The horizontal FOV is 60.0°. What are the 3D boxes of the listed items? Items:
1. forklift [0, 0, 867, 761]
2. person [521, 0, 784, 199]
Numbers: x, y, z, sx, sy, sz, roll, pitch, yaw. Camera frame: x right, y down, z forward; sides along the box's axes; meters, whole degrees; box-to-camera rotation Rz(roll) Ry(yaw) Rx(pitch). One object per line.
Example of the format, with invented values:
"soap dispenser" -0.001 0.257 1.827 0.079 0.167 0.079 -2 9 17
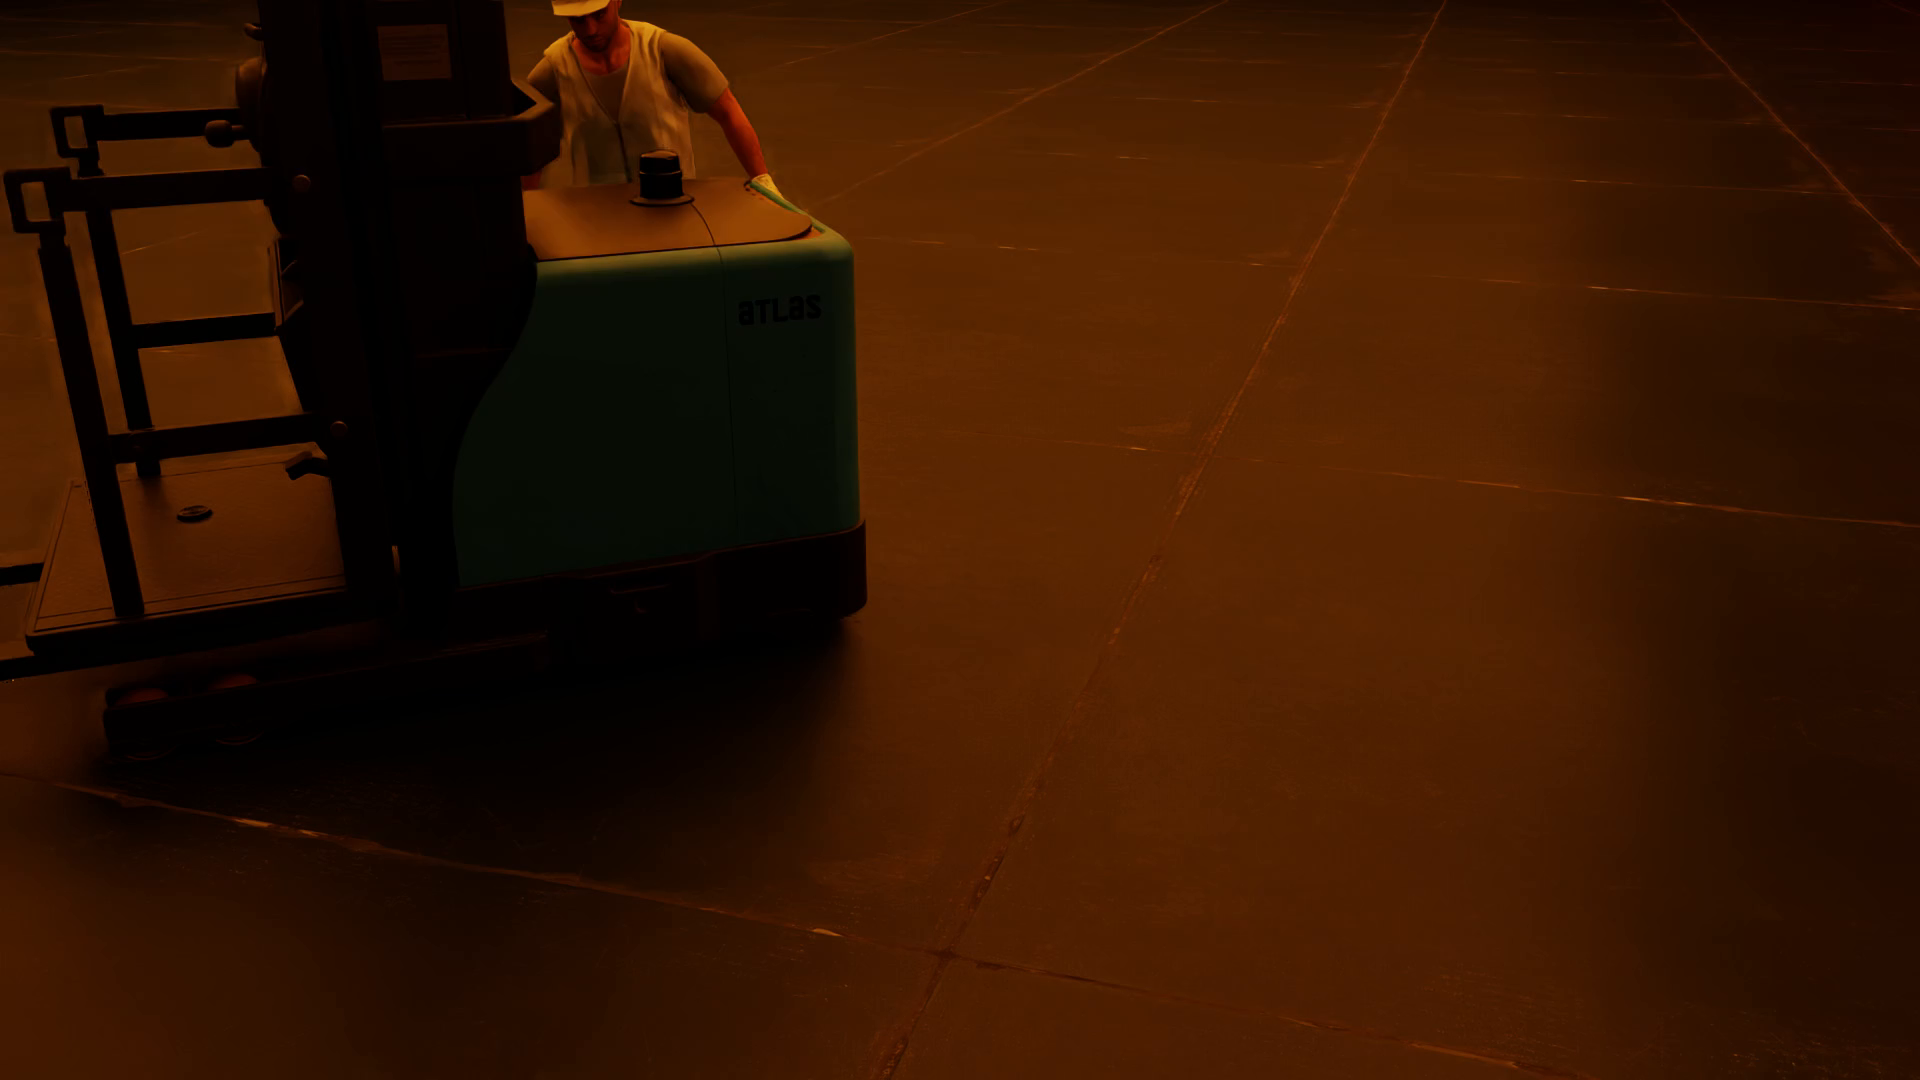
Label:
"forklift" -1.822 -1.069 3.868 3.031 2.935 1.130 -9 24 -20
"person" -1.064 -0.953 5.200 1.059 1.723 0.472 -3 23 -8
